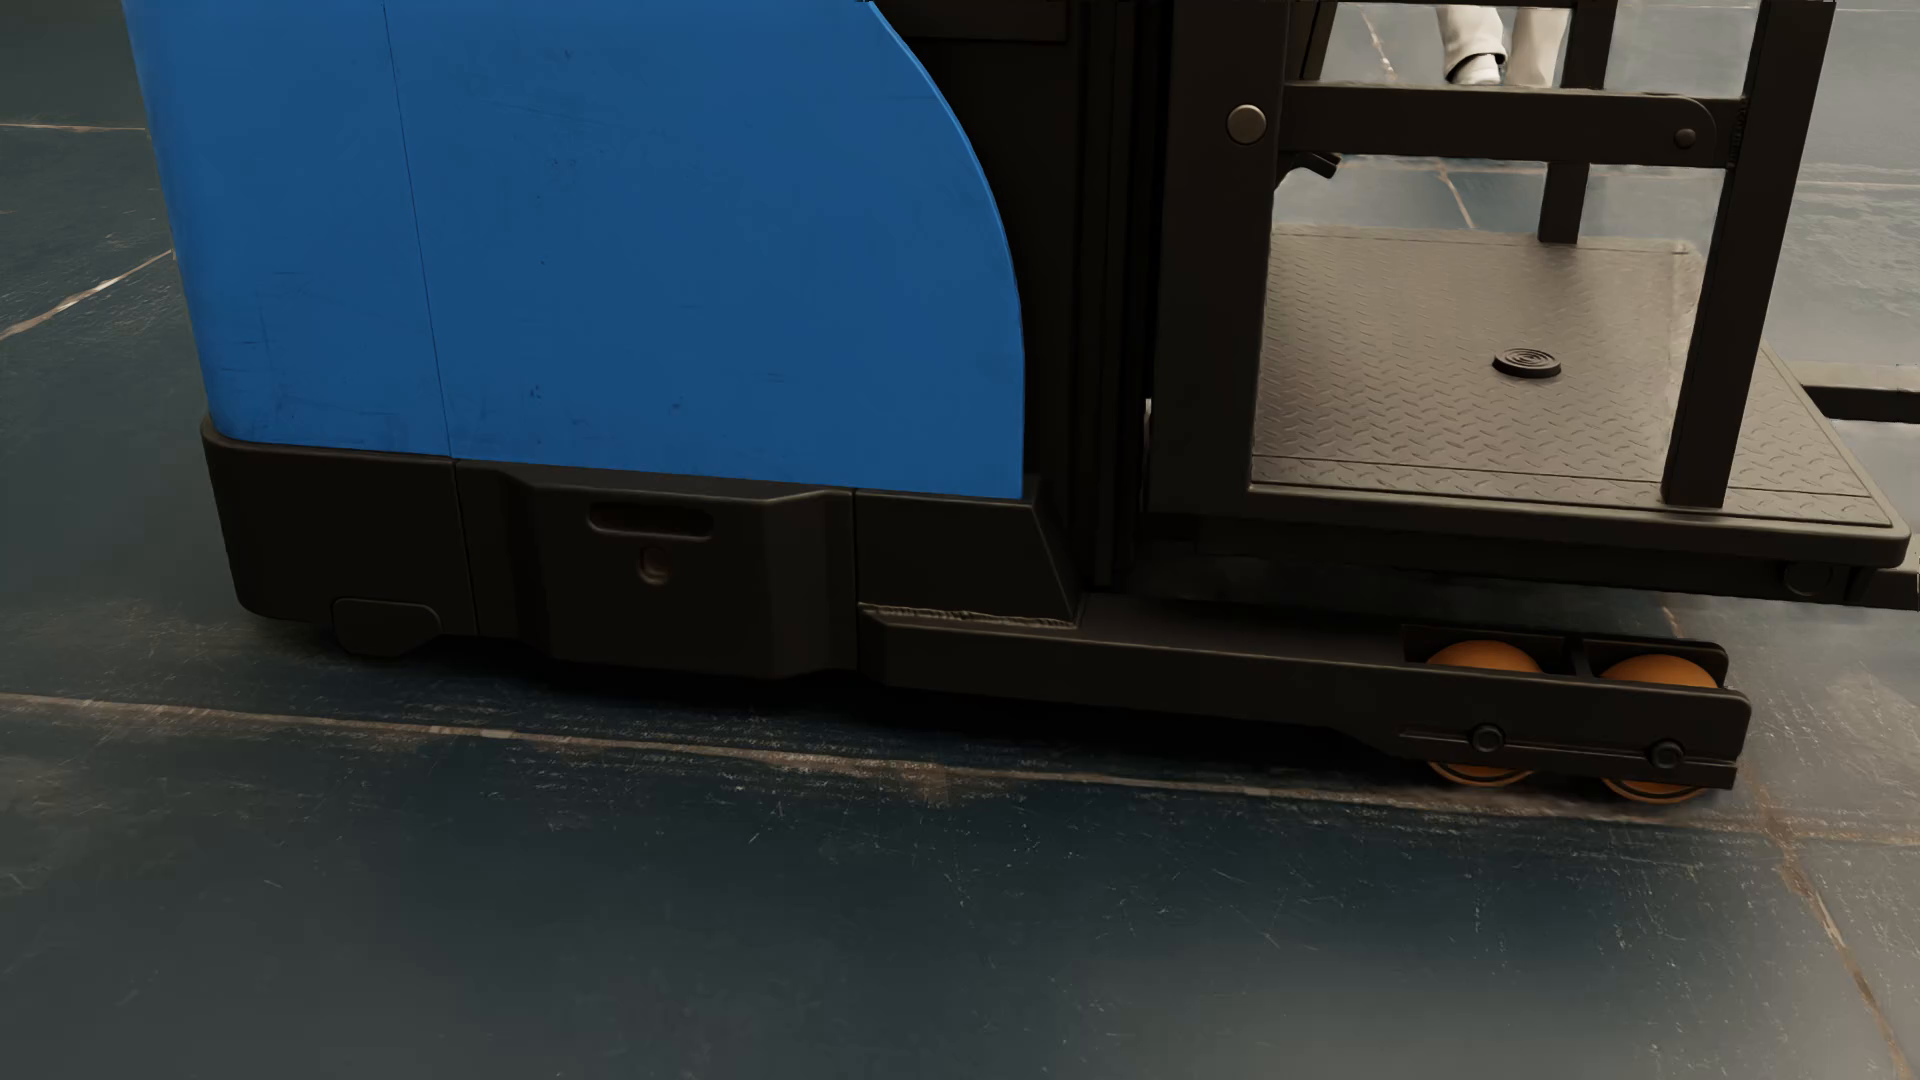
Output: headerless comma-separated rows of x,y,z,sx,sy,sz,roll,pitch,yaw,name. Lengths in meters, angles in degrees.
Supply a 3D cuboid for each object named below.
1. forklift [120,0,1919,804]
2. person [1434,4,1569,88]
0.604,-1.268,1.758,3.031,2.935,1.130,4,27,9,forklift
1.596,-2.000,4.544,0.880,1.762,0.697,3,27,6,person
